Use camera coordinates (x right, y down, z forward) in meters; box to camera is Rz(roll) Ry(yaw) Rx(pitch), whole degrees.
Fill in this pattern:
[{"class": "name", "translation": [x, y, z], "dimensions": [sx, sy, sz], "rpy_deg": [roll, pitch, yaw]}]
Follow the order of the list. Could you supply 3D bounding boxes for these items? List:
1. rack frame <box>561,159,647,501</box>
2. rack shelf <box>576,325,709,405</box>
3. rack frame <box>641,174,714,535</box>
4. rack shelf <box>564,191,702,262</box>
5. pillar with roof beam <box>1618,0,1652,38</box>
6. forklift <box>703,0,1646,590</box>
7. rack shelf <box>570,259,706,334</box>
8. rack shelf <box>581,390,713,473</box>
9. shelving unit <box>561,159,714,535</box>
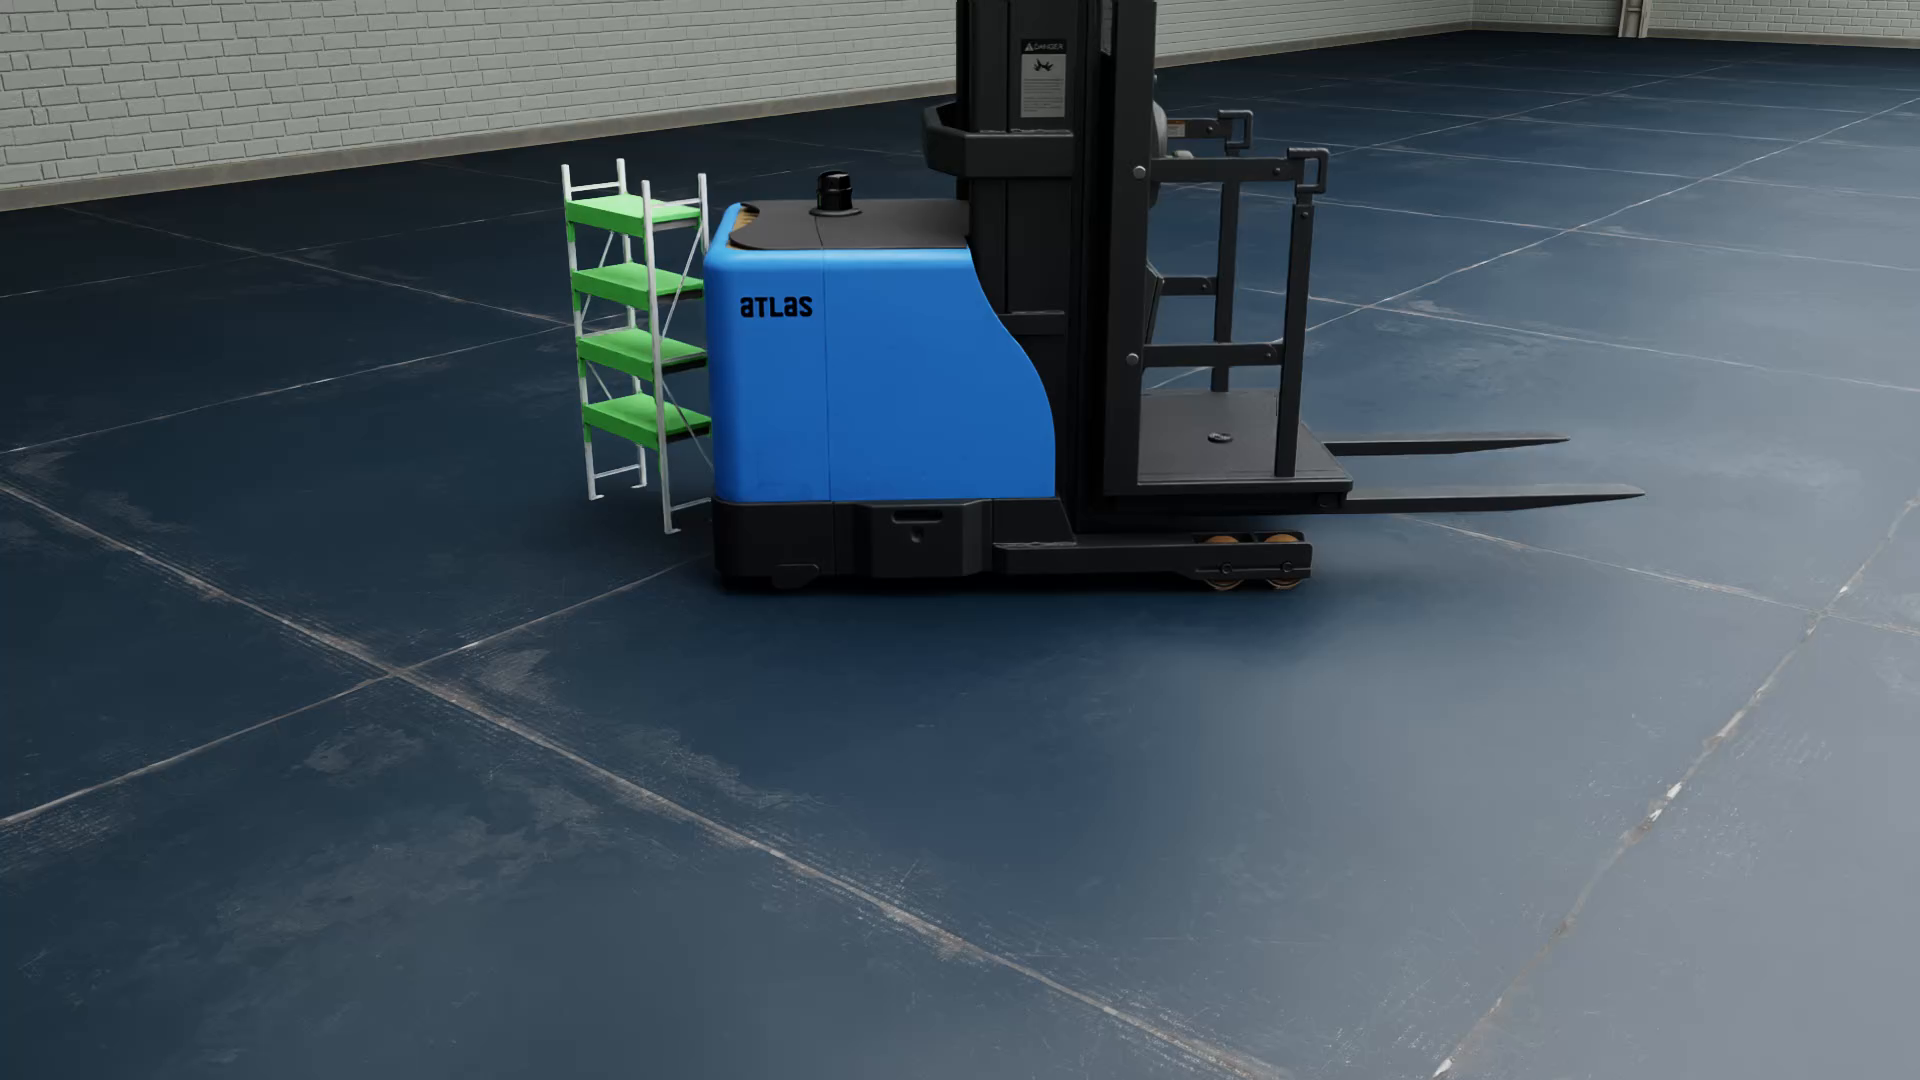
[{"class": "rack frame", "translation": [-1.260, -0.736, 5.918], "dimensions": [0.240, 1.200, 0.015], "rpy_deg": [-18, 27, -40]}, {"class": "rack shelf", "translation": [-1.092, -0.613, 5.775], "dimensions": [0.258, 0.148, 0.480], "rpy_deg": [-18, 27, -40]}, {"class": "rack frame", "translation": [-0.925, -0.610, 5.586], "dimensions": [0.240, 1.200, 0.015], "rpy_deg": [-18, 27, -40]}, {"class": "rack shelf", "translation": [-1.092, -1.062, 5.606], "dimensions": [0.258, 0.148, 0.480], "rpy_deg": [-18, 27, -40]}, {"class": "pillar with roof beam", "translation": [8.864, -11.701, 23.945], "dimensions": [0.400, 9.000, 9.100], "rpy_deg": [16, 26, 36]}, {"class": "forklift", "translation": [0.715, -1.402, 5.231], "dimensions": [3.031, 2.935, 1.130], "rpy_deg": [-1, 21, -3]}, {"class": "rack shelf", "translation": [-1.092, -0.838, 5.690], "dimensions": [0.258, 0.148, 0.480], "rpy_deg": [-18, 27, -40]}, {"class": "rack shelf", "translation": [-1.092, -0.389, 5.860], "dimensions": [0.258, 0.148, 0.480], "rpy_deg": [-18, 27, -40]}, {"class": "shelving unit", "translation": [-1.092, -0.673, 5.752], "dimensions": [0.258, 1.200, 0.503], "rpy_deg": [-18, 27, -40]}]
